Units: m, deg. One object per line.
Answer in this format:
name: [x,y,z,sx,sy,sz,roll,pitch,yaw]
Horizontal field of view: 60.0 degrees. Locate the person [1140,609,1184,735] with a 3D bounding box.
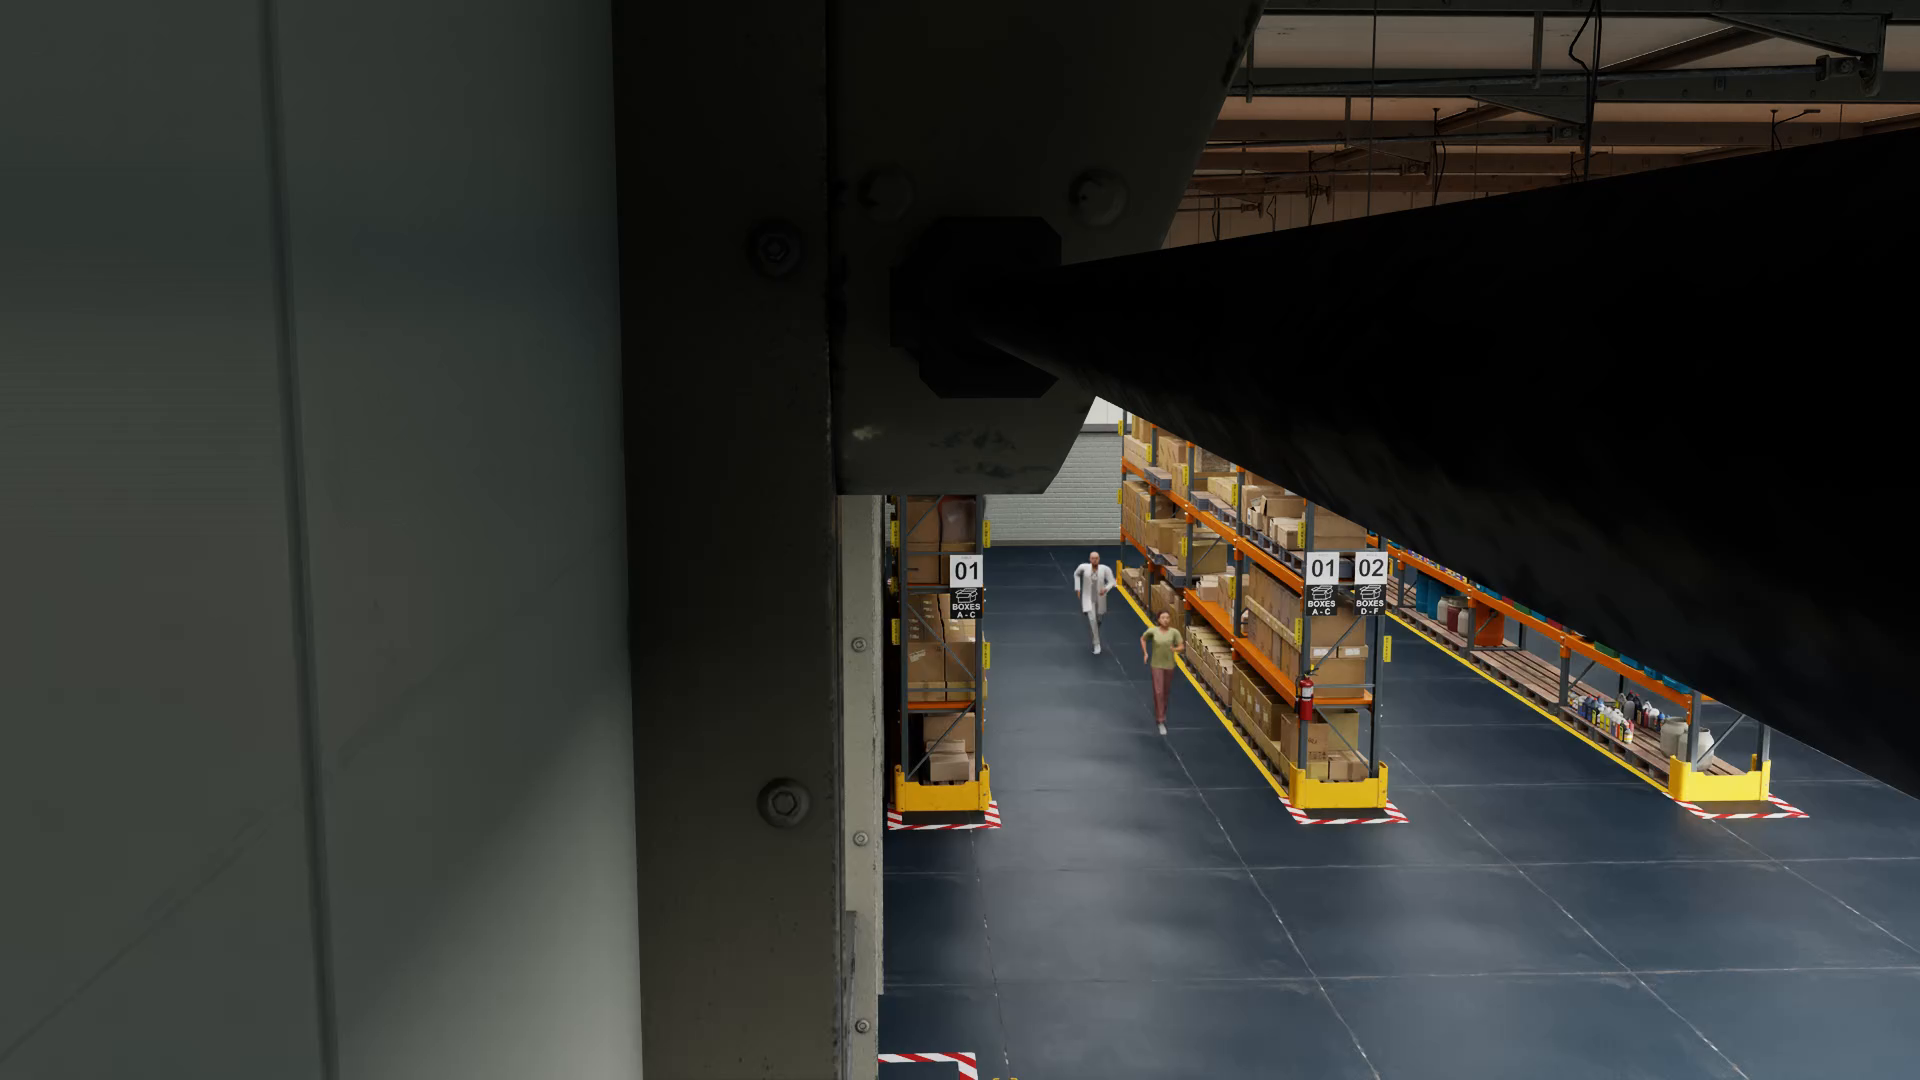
person: [2.844,1.796,23.242,0.568,1.685,0.891,-1,8,-6]

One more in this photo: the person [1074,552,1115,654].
person: [2.408,1.074,29.786,0.729,1.776,1.087,0,8,1]
